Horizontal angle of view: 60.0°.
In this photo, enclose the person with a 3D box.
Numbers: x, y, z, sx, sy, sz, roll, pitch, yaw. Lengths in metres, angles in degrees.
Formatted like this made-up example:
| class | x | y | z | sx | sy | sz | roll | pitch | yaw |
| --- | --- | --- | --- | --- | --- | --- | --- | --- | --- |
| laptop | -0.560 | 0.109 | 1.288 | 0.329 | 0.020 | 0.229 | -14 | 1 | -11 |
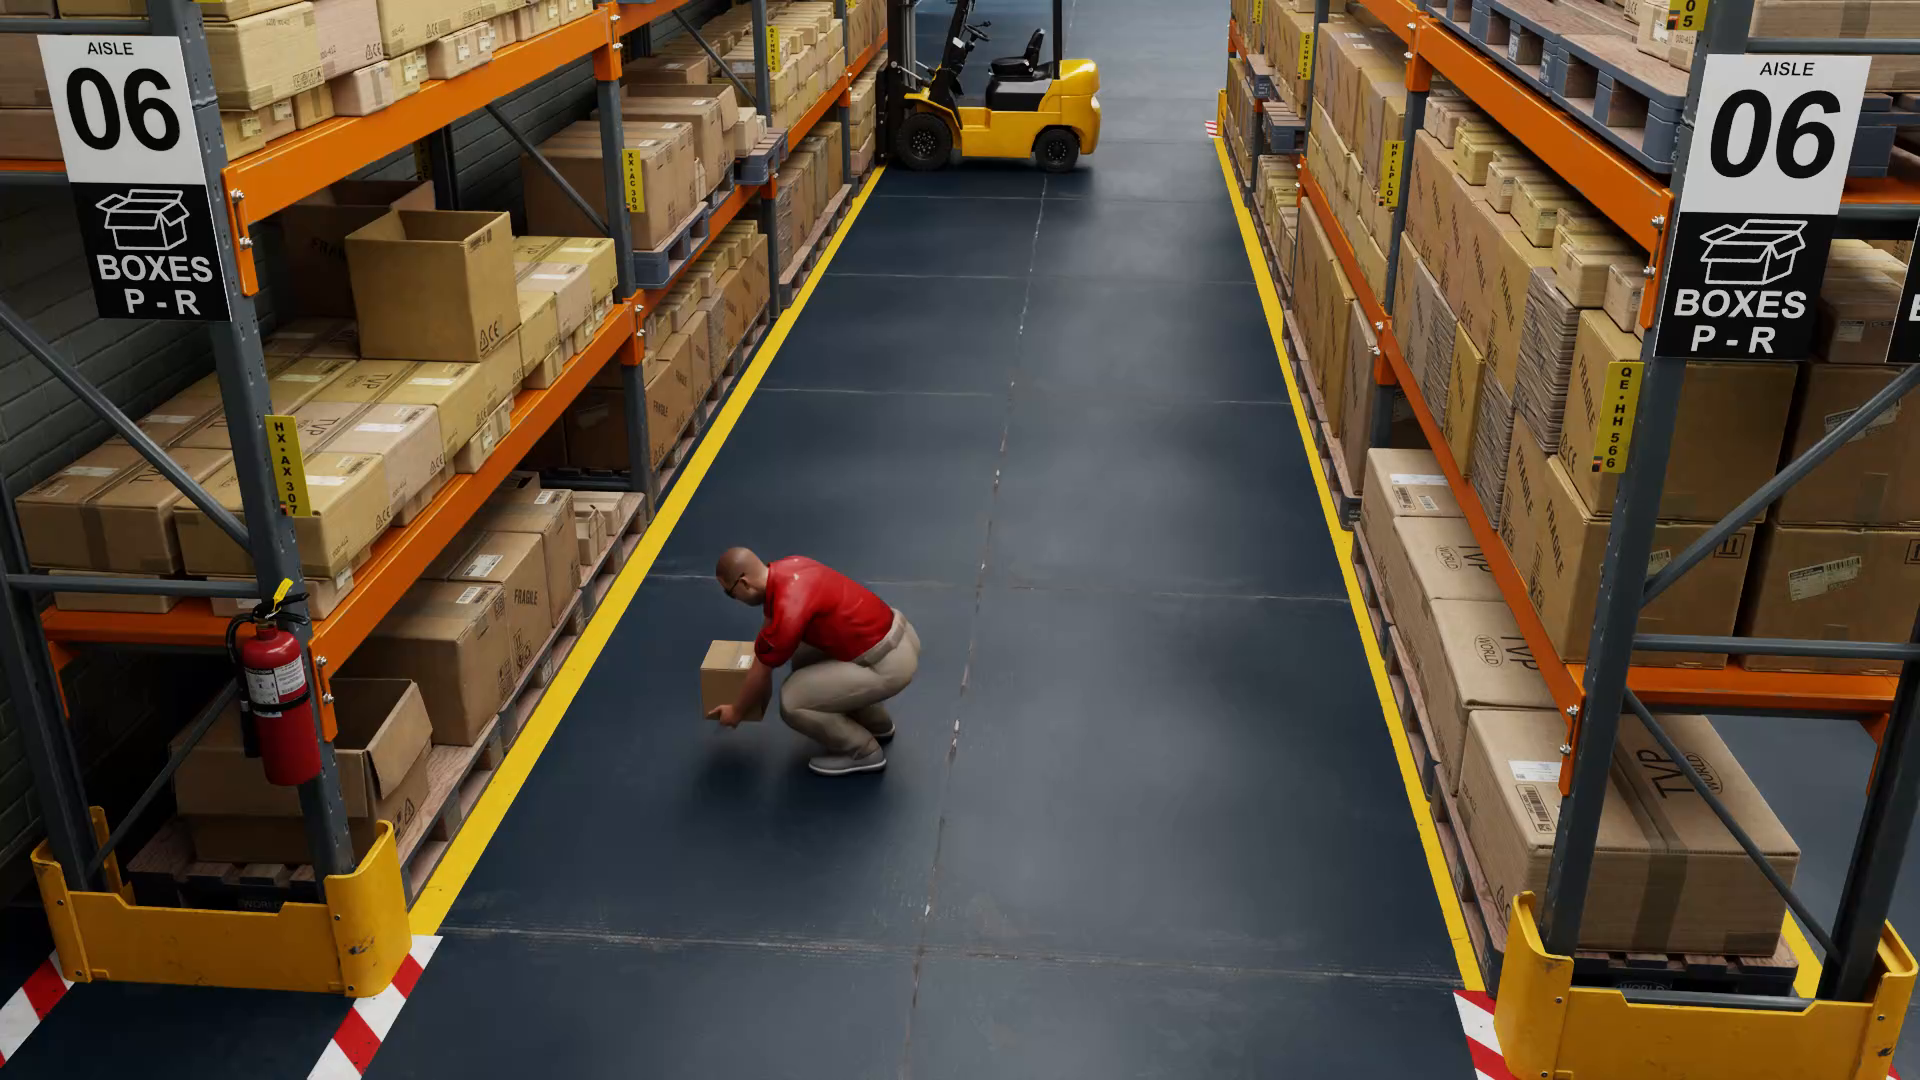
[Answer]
| class | x | y | z | sx | sy | sz | roll | pitch | yaw |
| --- | --- | --- | --- | --- | --- | --- | --- | --- | --- |
| person | -0.613 | 0.469 | 7.005 | 0.886 | 0.988 | 0.530 | 1 | 24 | 3 |
